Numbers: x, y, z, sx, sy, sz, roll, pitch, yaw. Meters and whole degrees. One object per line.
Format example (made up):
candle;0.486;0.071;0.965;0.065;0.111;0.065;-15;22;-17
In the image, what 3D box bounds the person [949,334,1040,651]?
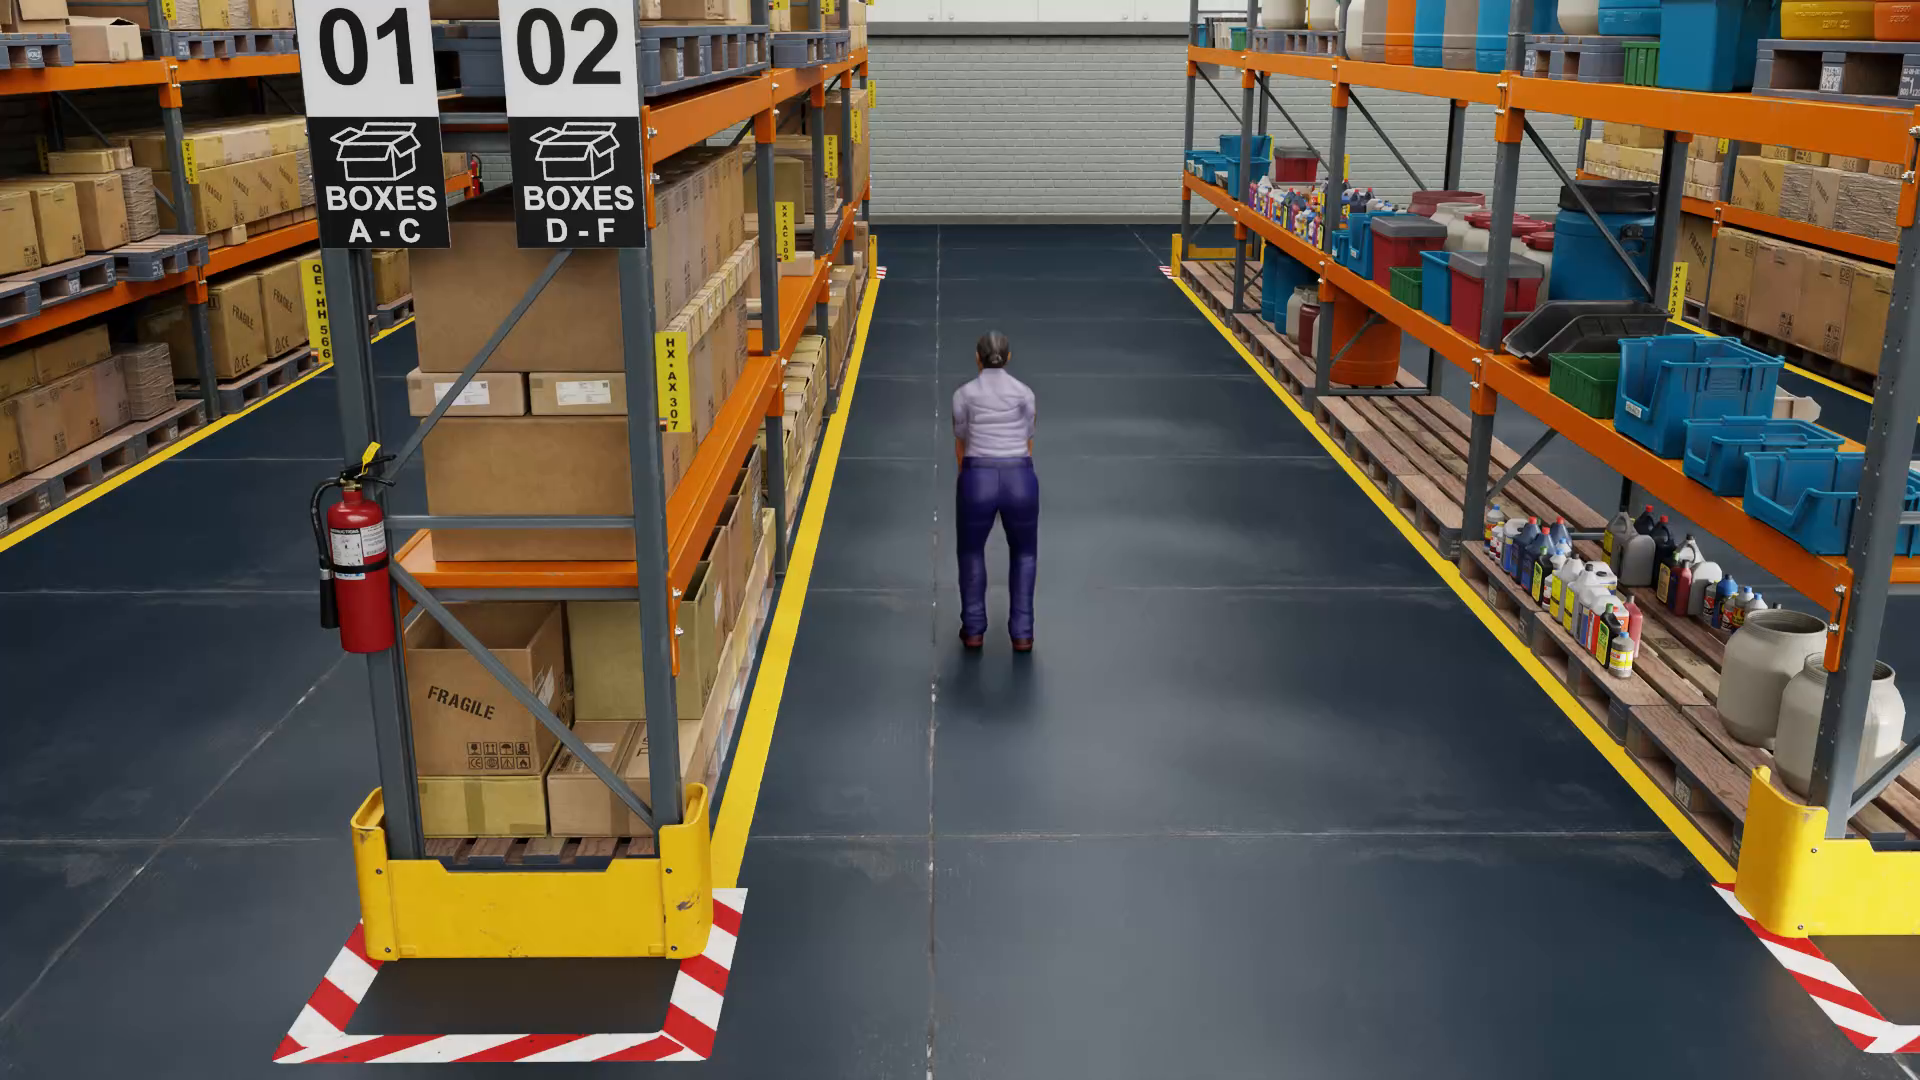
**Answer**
person;0.173;-0.260;8.428;0.452;1.634;0.524;0;17;0
